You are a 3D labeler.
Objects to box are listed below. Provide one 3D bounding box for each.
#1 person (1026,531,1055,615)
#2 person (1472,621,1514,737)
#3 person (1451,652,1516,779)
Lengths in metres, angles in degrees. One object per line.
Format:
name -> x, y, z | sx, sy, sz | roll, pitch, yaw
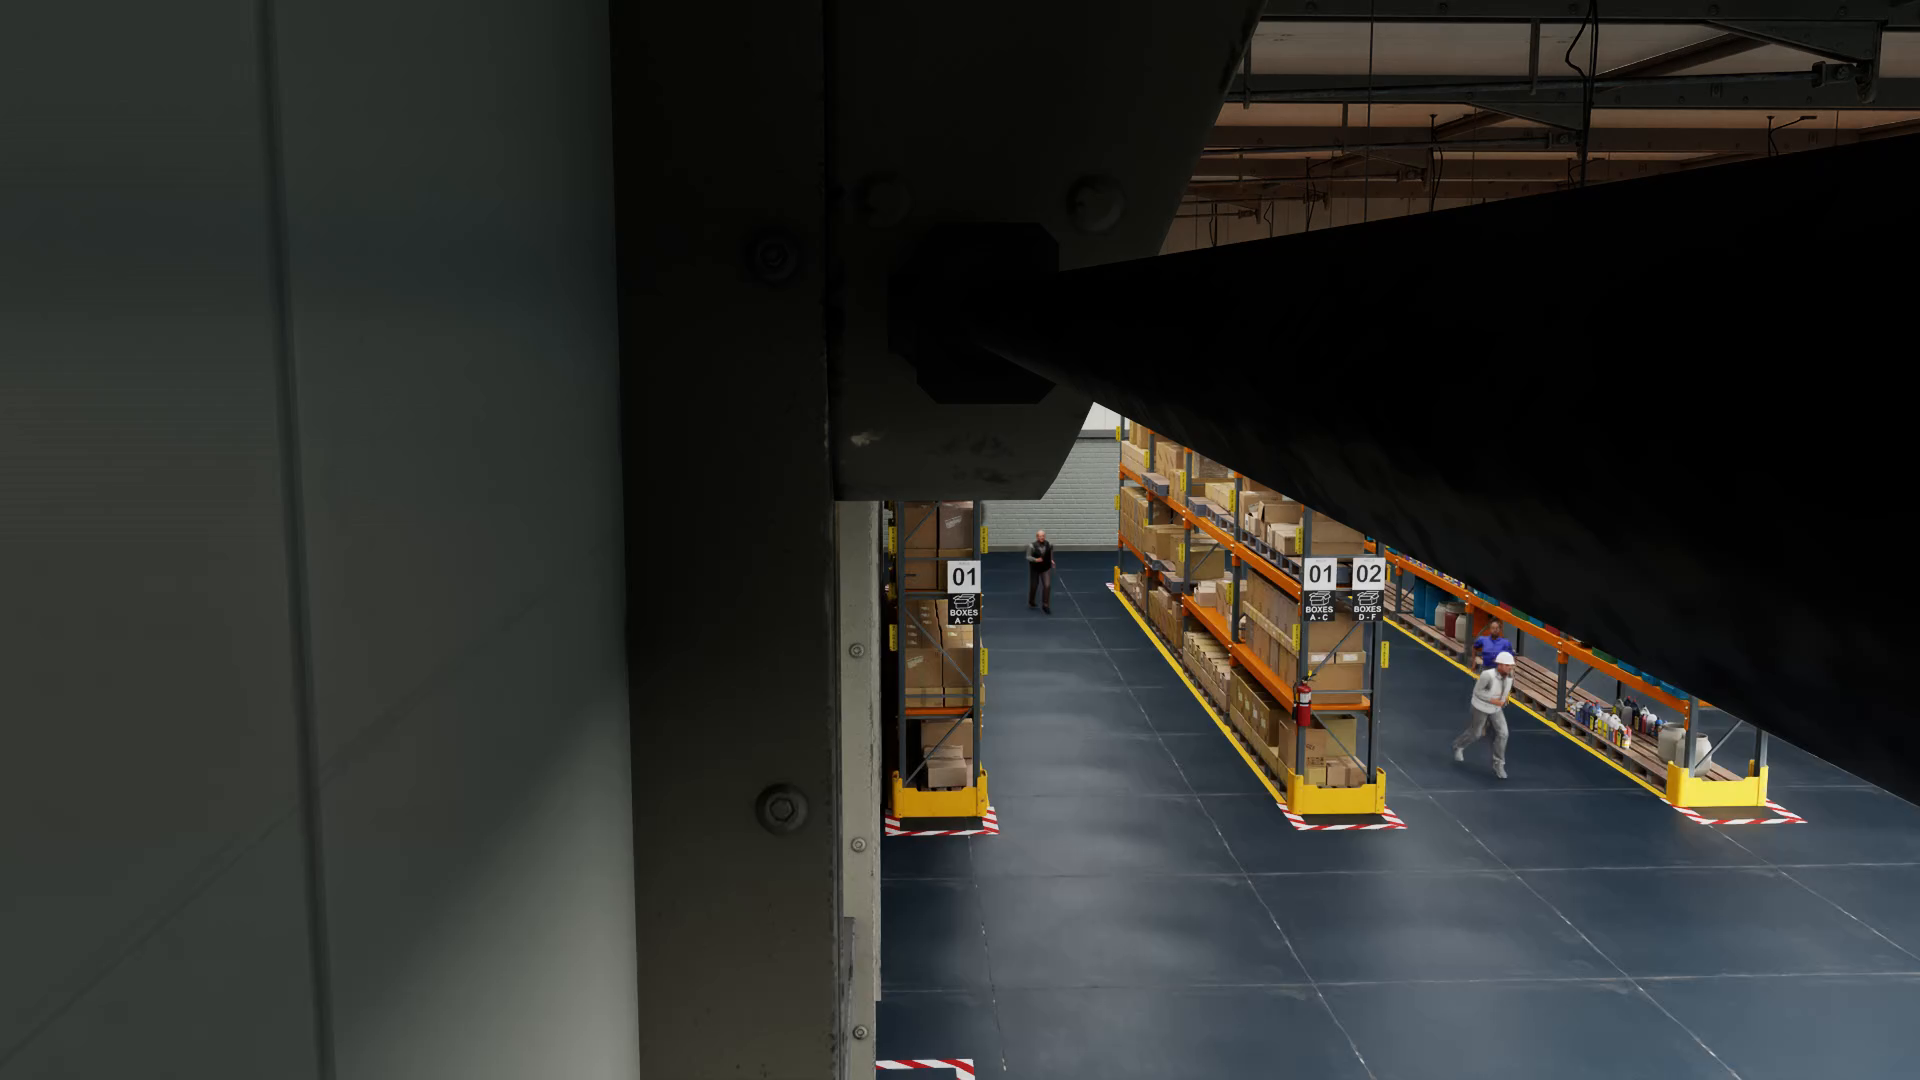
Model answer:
person -> 1.625, 0.628, 33.872 | 0.660, 1.692, 0.974 | -2, 8, -10
person -> 7.821, 2.014, 24.457 | 0.562, 1.702, 0.694 | 1, 8, 6
person -> 7.081, 2.221, 22.437 | 0.707, 1.583, 1.026 | -5, 10, -31
